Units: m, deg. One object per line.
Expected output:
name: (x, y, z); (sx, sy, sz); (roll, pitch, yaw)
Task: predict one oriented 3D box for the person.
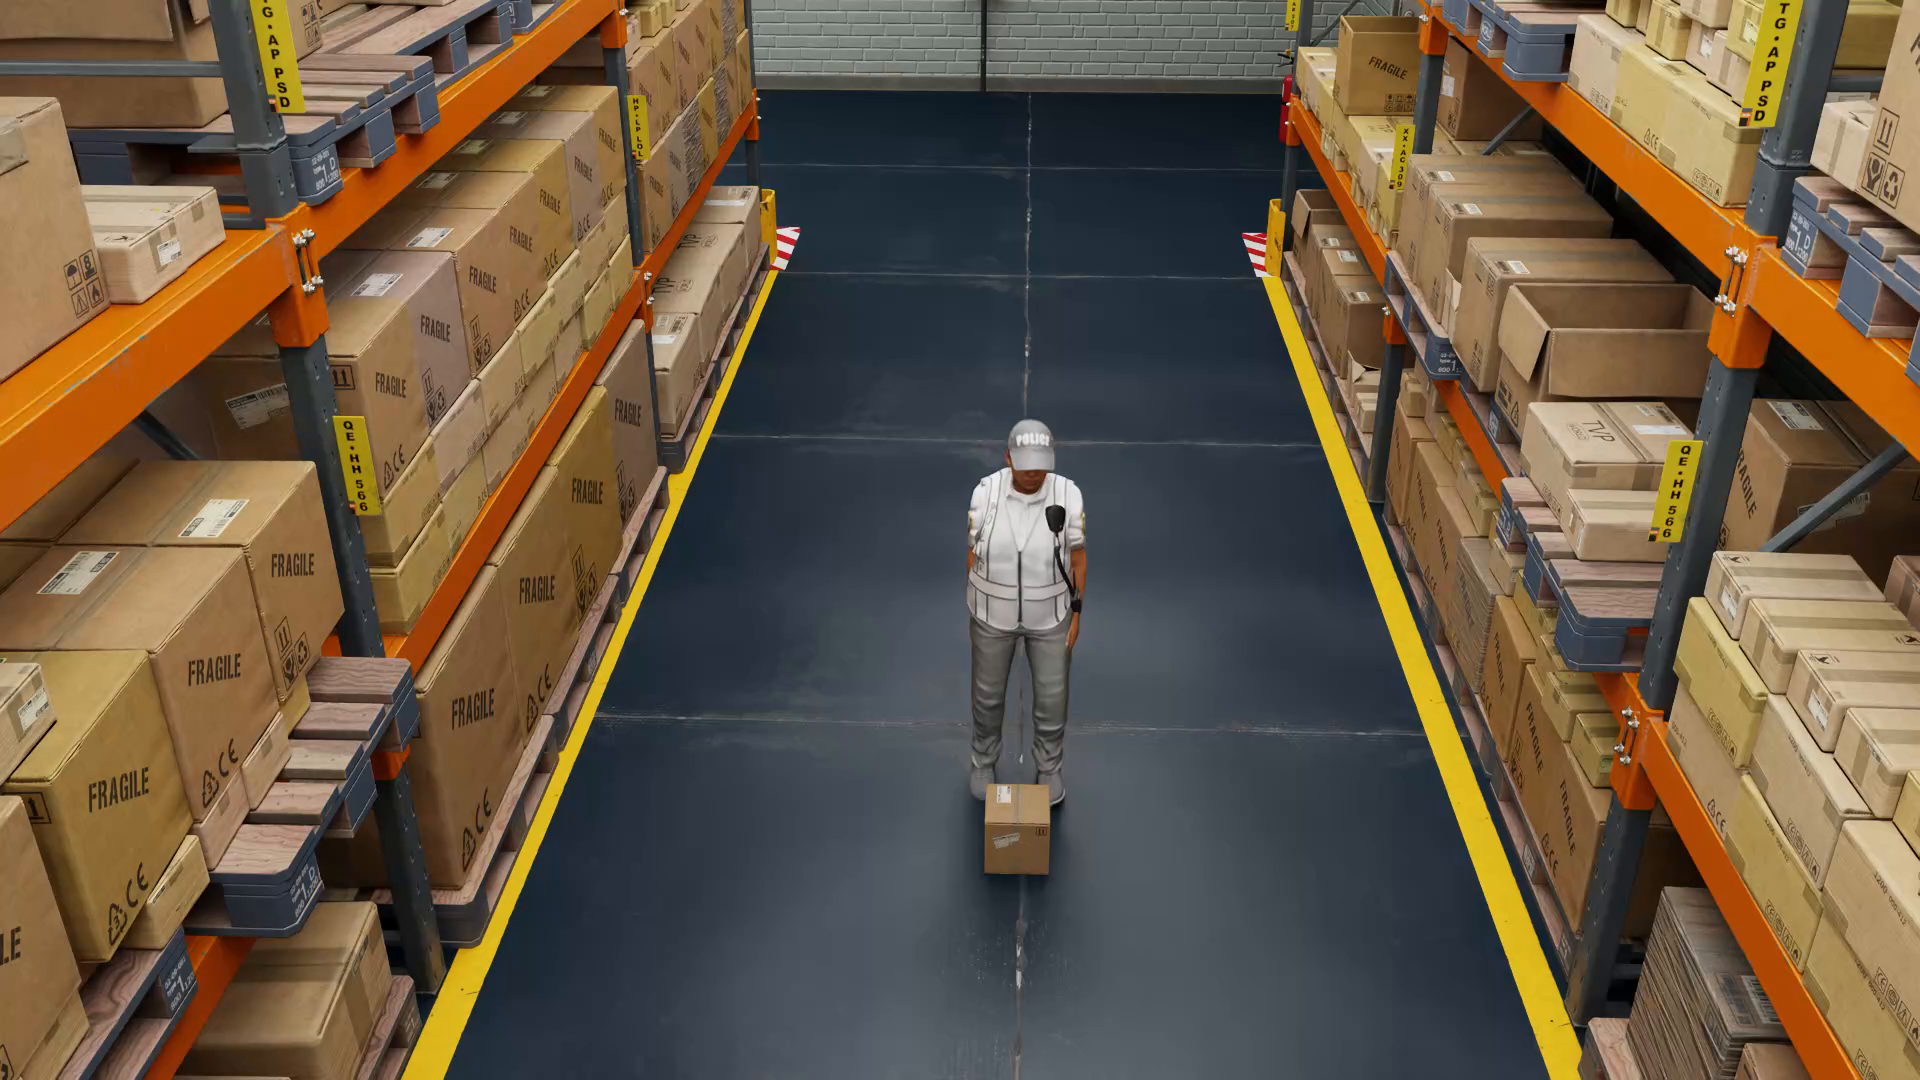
person: (0.259, 0.308, 6.579); (0.468, 1.684, 0.390); (2, 28, 3)
